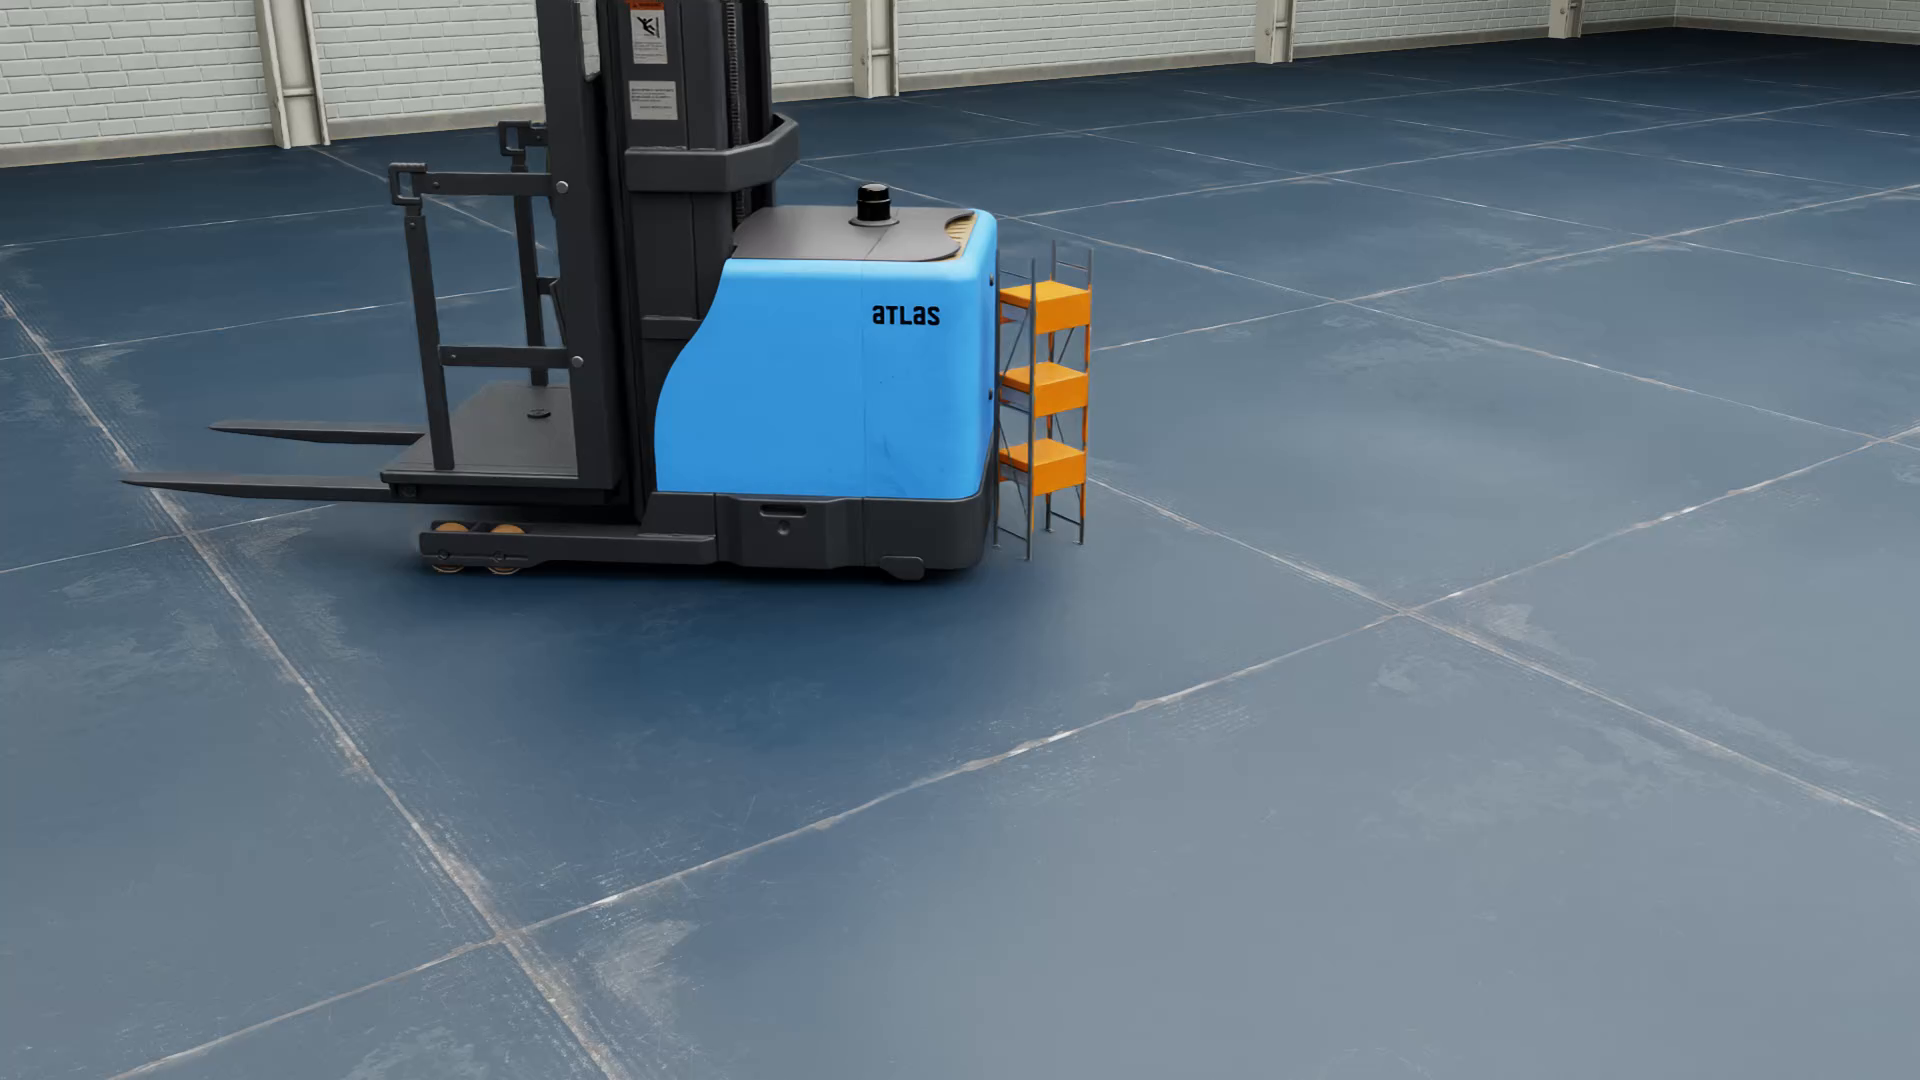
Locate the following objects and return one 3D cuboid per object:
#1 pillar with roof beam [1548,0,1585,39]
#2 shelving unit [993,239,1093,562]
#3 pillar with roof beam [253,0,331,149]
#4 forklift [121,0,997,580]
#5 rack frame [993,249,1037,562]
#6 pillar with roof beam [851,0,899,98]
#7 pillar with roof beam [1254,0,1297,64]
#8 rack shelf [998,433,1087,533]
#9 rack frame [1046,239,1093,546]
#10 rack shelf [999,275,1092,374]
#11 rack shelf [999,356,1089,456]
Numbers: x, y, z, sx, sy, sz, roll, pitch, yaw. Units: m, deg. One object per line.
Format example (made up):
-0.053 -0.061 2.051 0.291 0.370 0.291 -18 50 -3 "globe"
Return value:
11.354 -10.253 19.449 0.400 9.000 9.100 -15 26 -33 "pillar with roof beam"
0.277 -0.468 5.653 0.252 1.050 0.215 -16 27 -35 "shelving unit"
-3.257 -6.357 9.686 0.400 9.000 9.100 -15 26 -33 "pillar with roof beam"
-1.401 -1.436 5.540 3.031 2.935 1.130 2 22 5 "forklift"
0.181 -0.440 5.584 0.008 1.050 0.200 -16 27 -35 "rack frame"
1.613 -7.656 12.940 0.400 9.000 9.100 -15 26 -33 "pillar with roof beam"
6.483 -8.954 16.195 0.400 9.000 9.100 -15 26 -33 "pillar with roof beam"
0.277 -0.200 5.760 0.240 0.259 0.215 -16 27 -35 "rack shelf"
0.373 -0.496 5.723 0.008 1.050 0.200 -16 27 -35 "rack frame"
0.277 -0.722 5.552 0.240 0.259 0.215 -16 27 -35 "rack shelf"
0.277 -0.458 5.657 0.240 0.259 0.215 -16 27 -35 "rack shelf"
